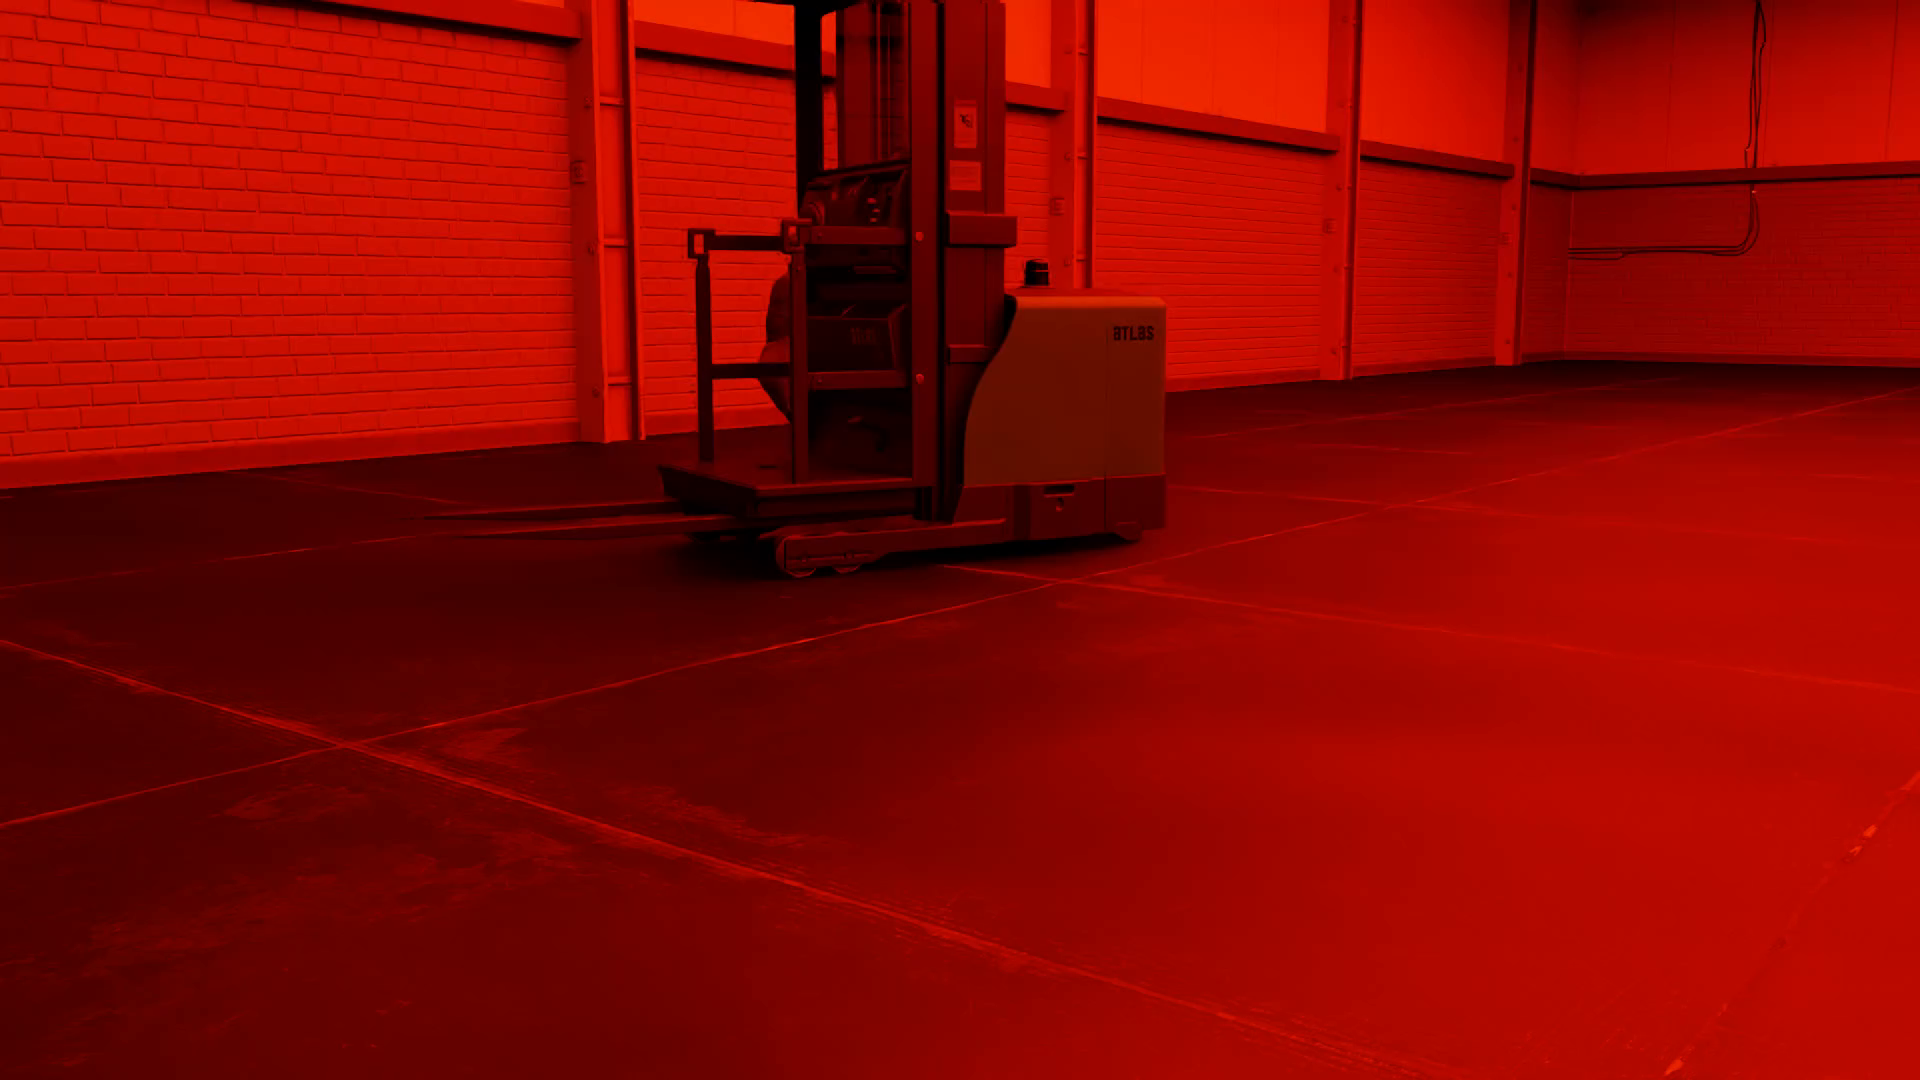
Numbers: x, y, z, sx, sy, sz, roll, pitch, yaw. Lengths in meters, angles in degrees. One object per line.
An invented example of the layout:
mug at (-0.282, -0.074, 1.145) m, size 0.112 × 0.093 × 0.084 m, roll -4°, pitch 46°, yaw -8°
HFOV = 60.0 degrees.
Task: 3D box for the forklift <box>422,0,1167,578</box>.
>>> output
forklift at (-0.630, -1.392, 6.796) m, size 3.031 × 2.935 × 1.130 m, roll -5°, pitch 10°, yaw -29°

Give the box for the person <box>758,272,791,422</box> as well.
person at (-0.612, -0.905, 8.744) m, size 0.886 × 1.438 × 0.987 m, roll 4°, pitch 9°, yaw 23°
